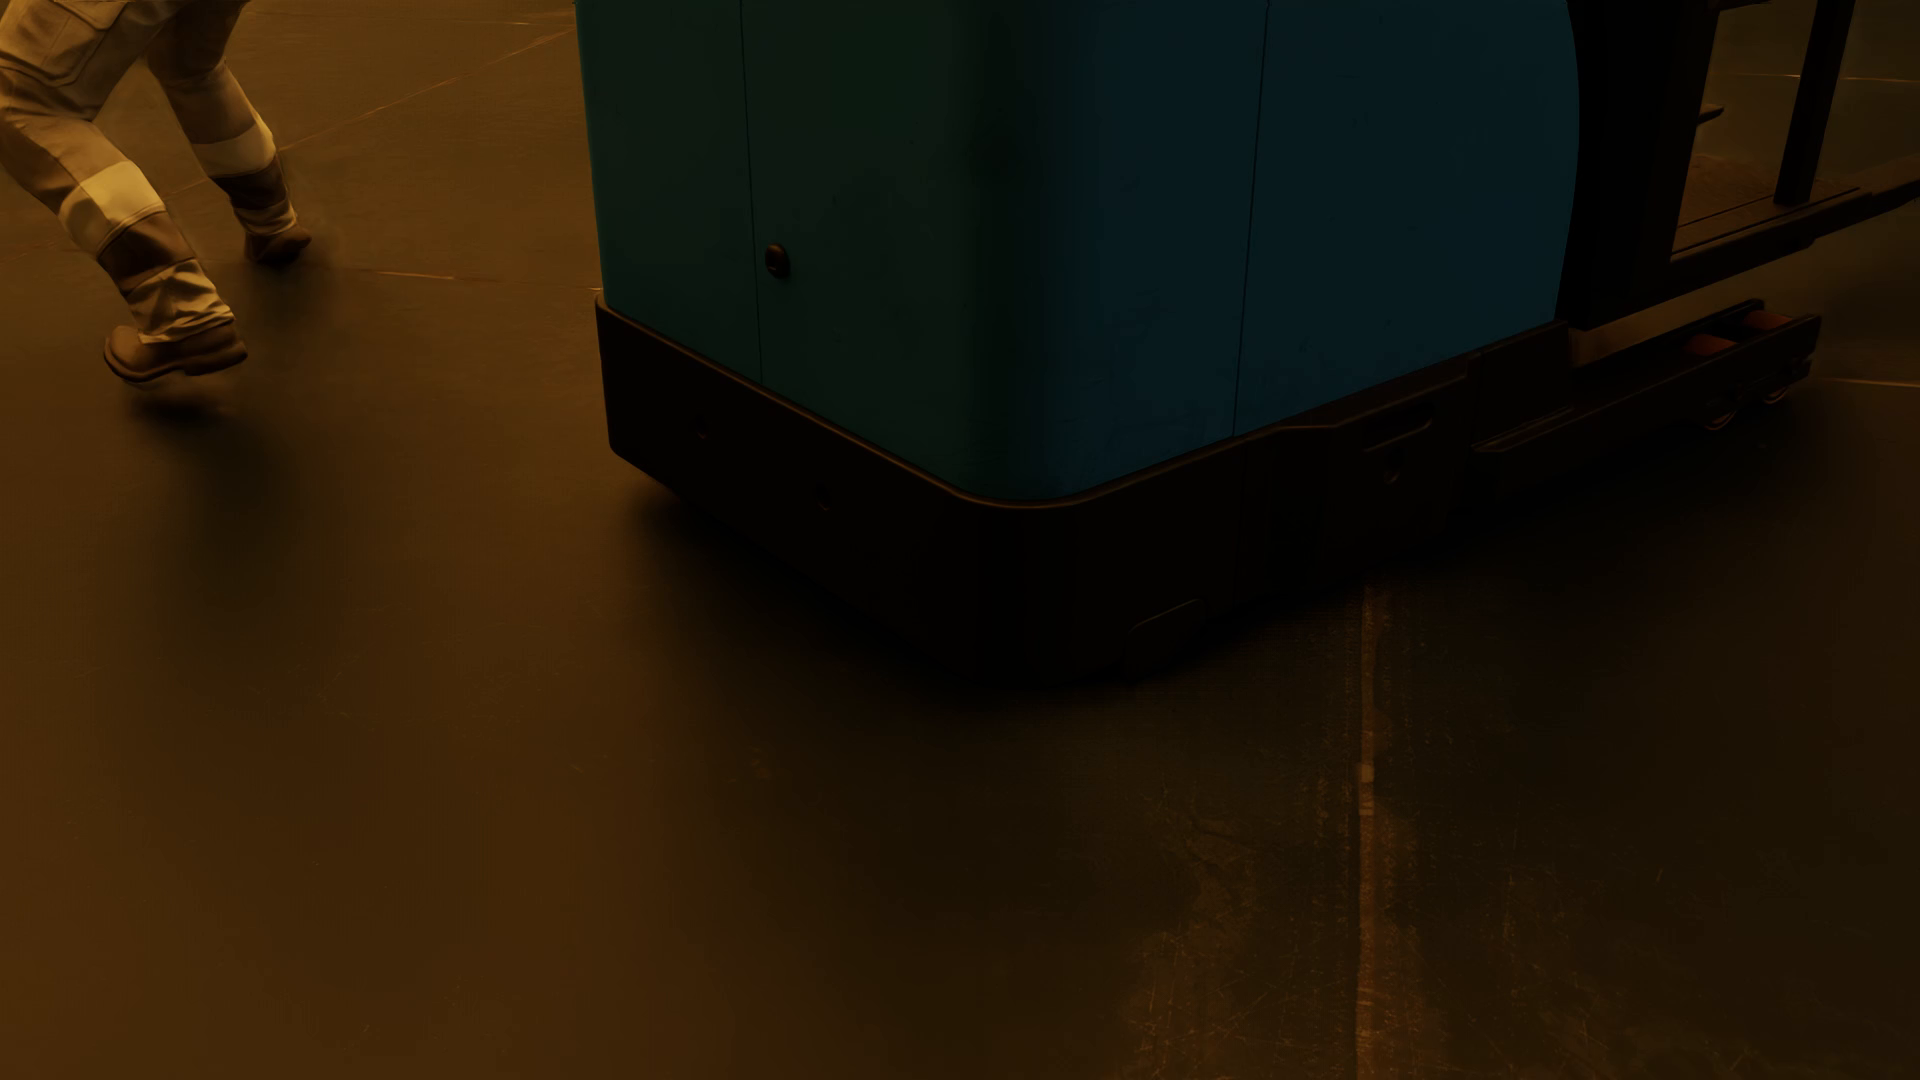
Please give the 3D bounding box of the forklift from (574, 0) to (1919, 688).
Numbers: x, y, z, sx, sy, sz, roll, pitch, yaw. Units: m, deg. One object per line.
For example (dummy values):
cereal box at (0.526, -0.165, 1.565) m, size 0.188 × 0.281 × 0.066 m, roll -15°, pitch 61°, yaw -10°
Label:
forklift at (0.904, -1.660, 2.537) m, size 3.031 × 2.935 × 1.130 m, roll -20°, pitch 33°, yaw -34°

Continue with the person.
person at (-1.467, -1.119, 3.055) m, size 0.576 × 1.732 × 1.128 m, roll 2°, pitch 27°, yaw 5°
